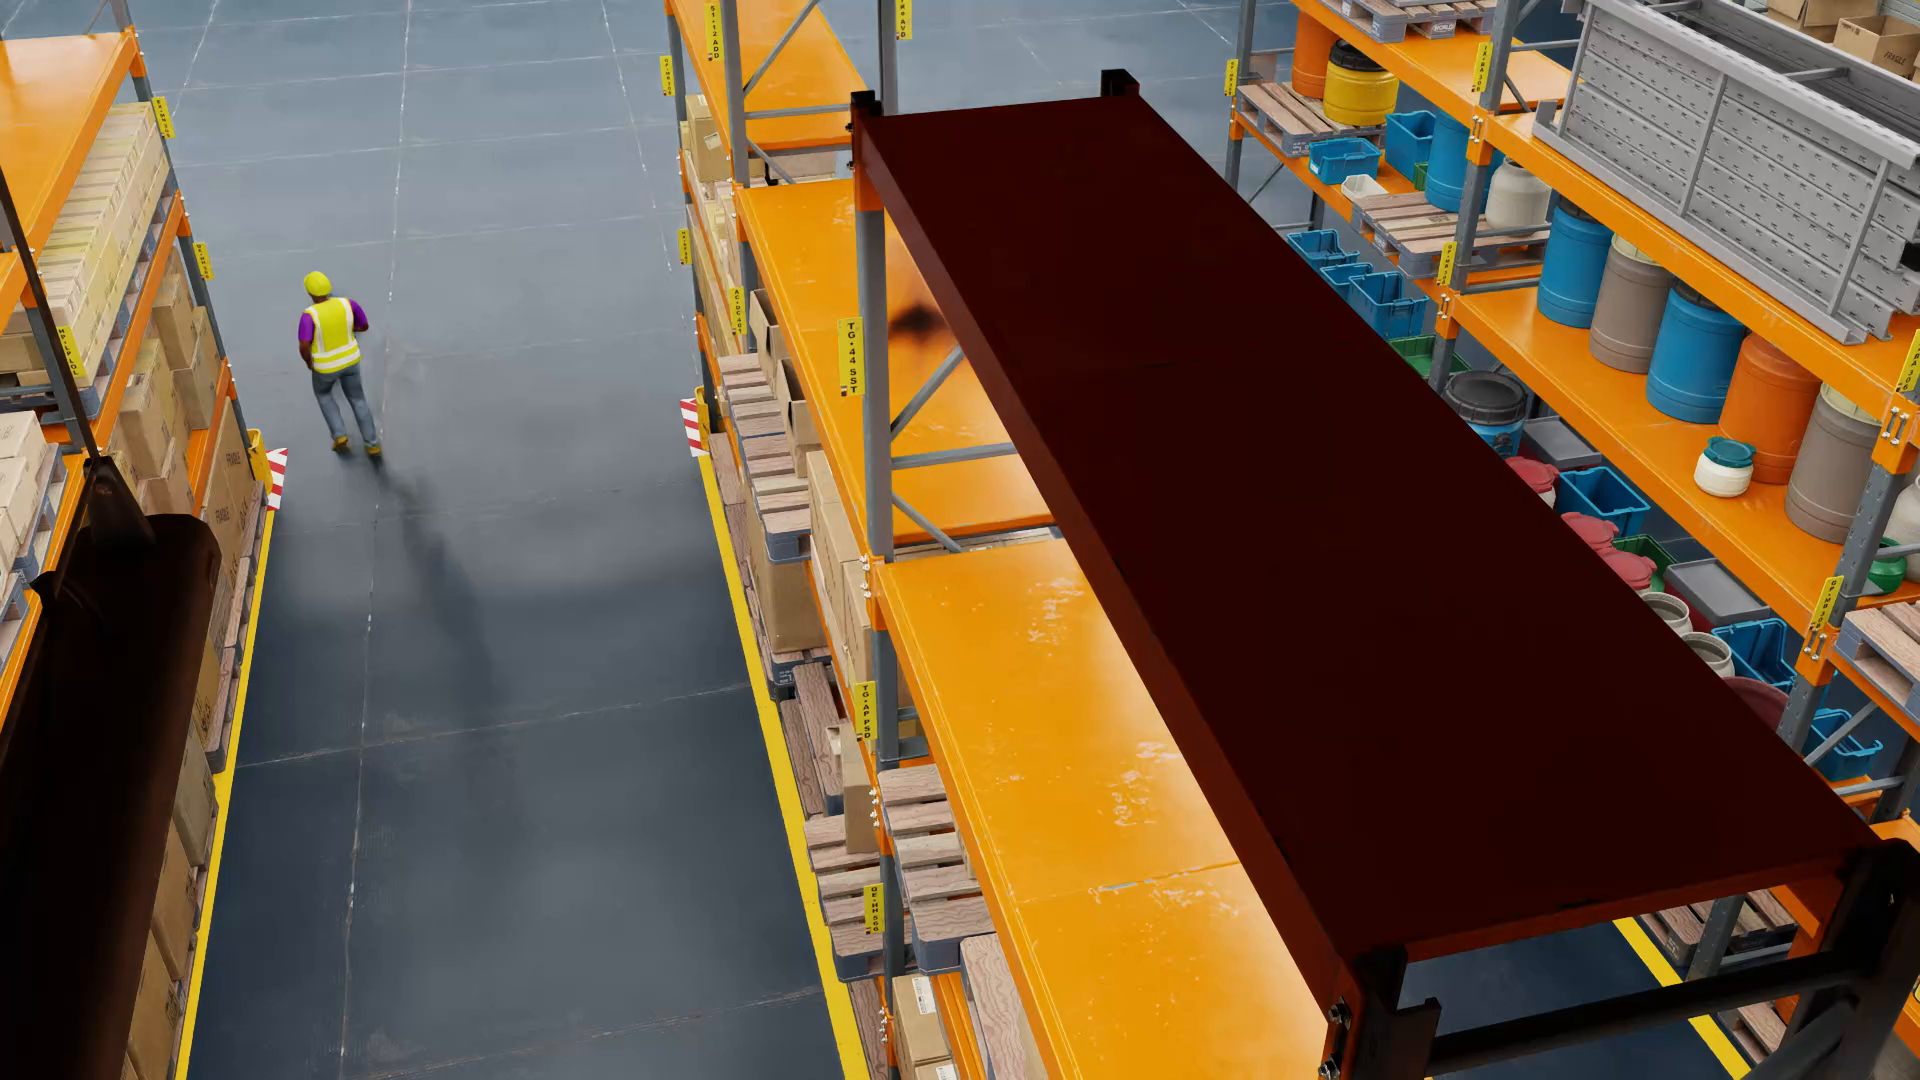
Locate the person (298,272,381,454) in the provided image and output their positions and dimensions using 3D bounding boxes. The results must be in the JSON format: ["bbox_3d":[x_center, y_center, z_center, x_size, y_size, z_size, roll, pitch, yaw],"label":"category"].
[{"bbox_3d":[-5.550,-1.550,14.814,0.693,1.833,0.675,-25,41,-31],"label":"person"}]
